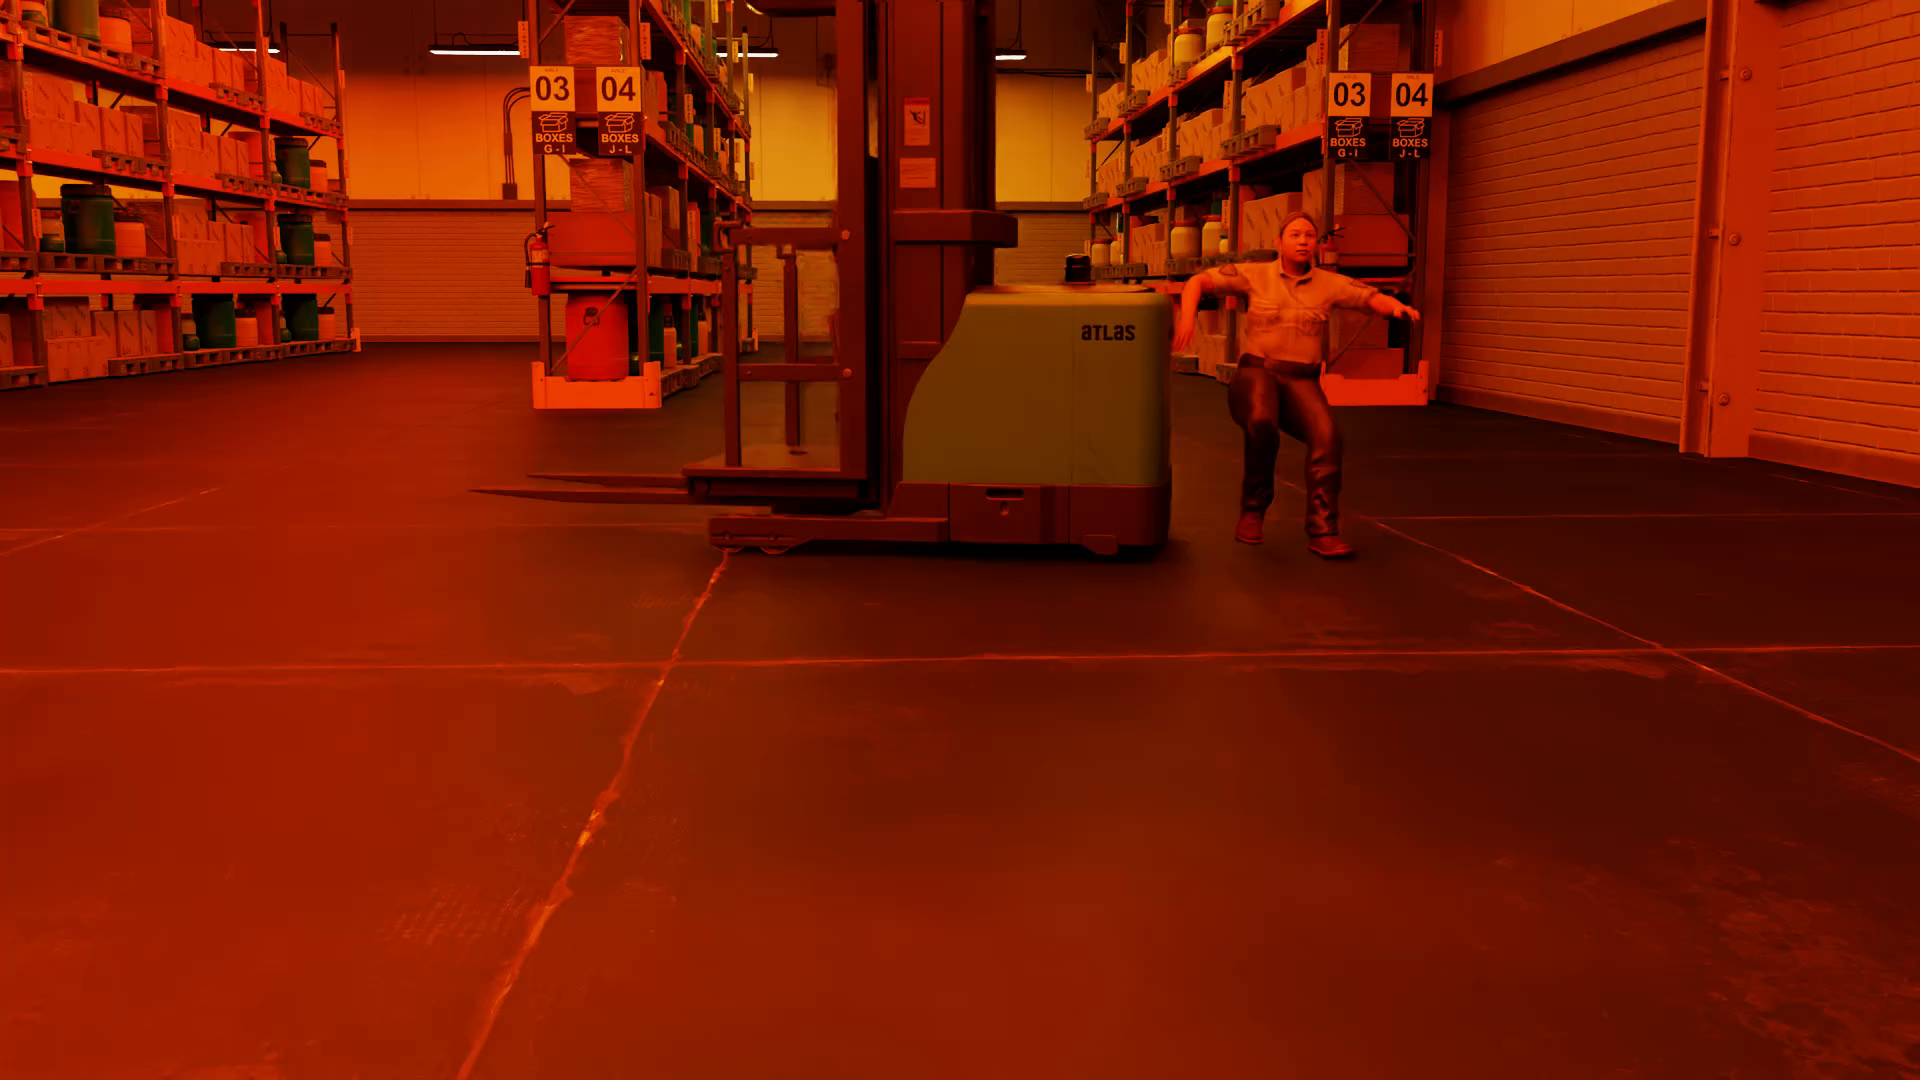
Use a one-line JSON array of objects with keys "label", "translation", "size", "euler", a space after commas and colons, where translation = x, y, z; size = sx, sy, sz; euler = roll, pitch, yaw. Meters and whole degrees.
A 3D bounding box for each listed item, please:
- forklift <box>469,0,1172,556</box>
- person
[{"label": "forklift", "translation": [-0.604, -1.463, 7.183], "size": [3.031, 2.935, 1.130], "euler": [1, 9, 9]}, {"label": "person", "translation": [1.382, -0.671, 6.972], "size": [0.975, 1.415, 0.797], "euler": [-1, 8, -5]}]
